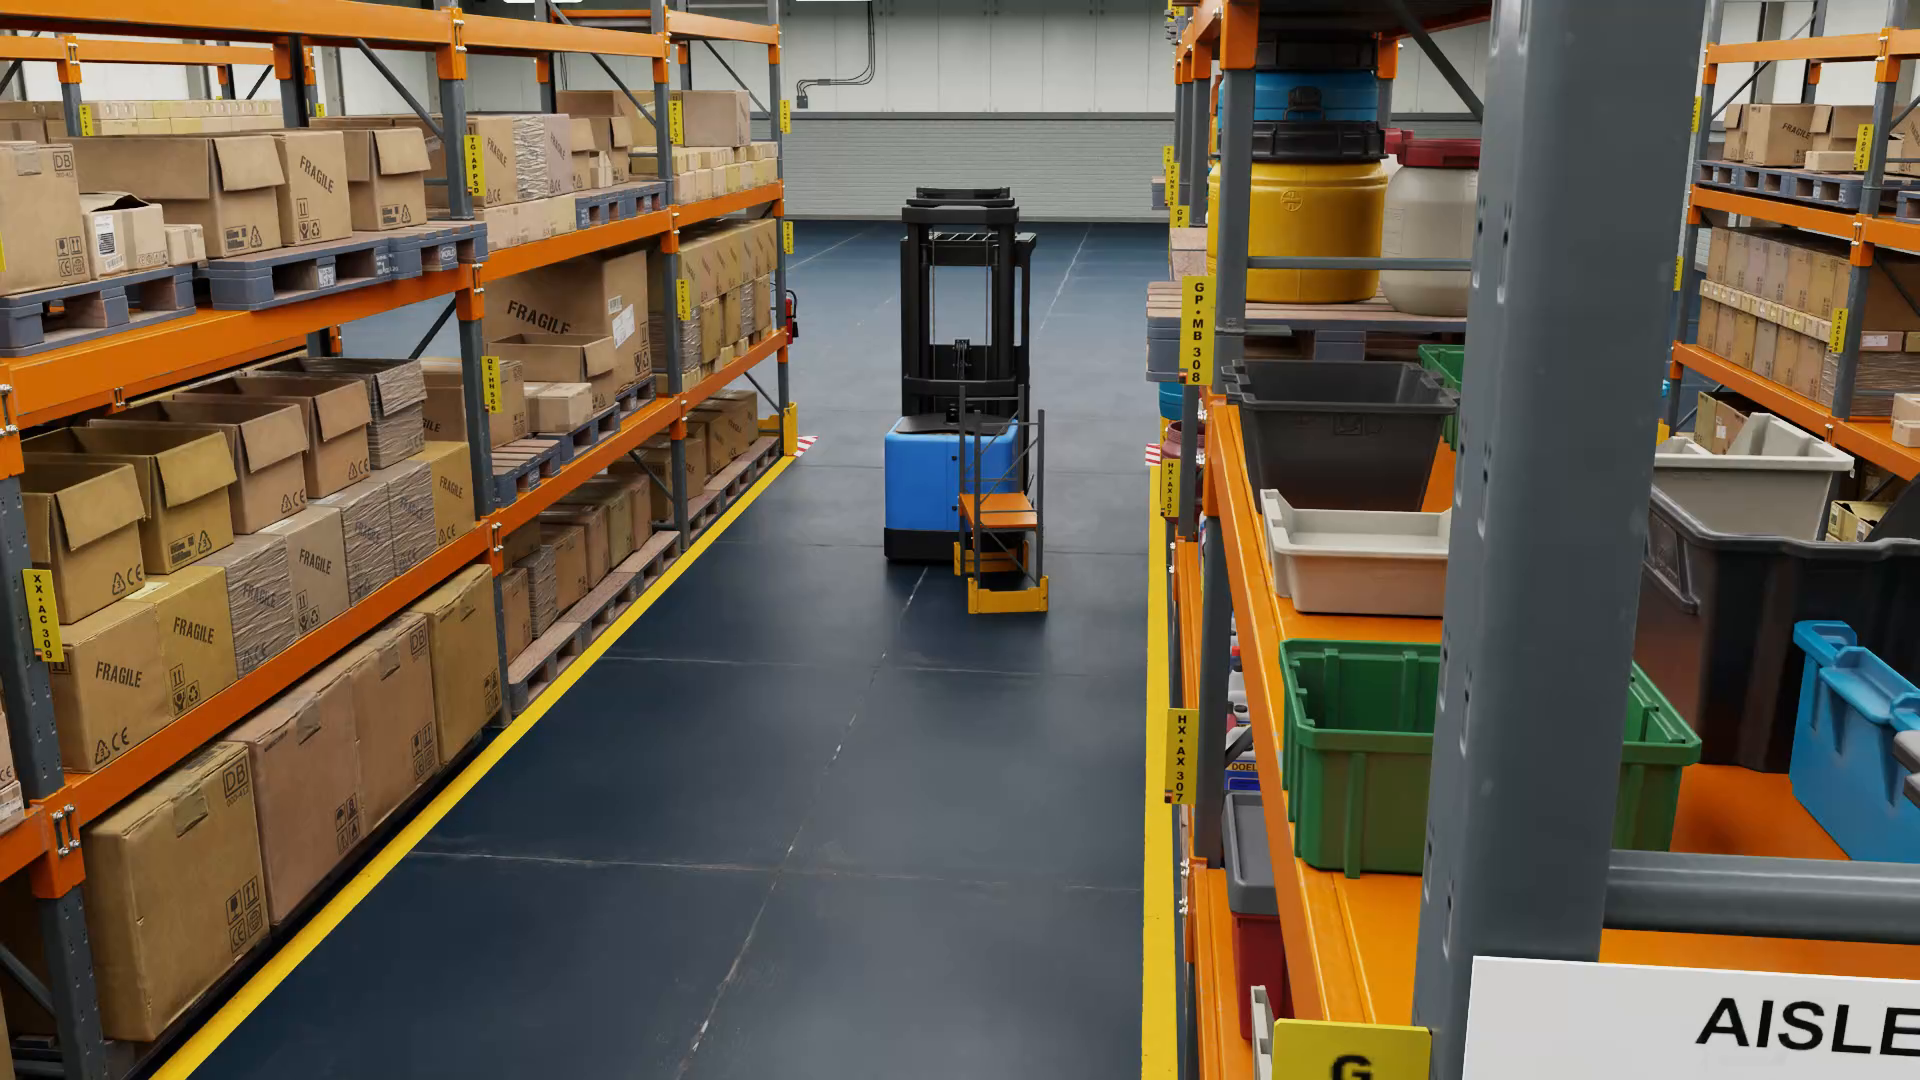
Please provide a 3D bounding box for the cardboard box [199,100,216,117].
[{"bbox_3d":[-7.130,-3.990,15.384,0.380,0.149,0.250,2,15,6],"label":"cardboard box"}]

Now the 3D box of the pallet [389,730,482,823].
[{"bbox_3d":[-3.379,1.209,9.286,1.003,0.211,1.213,2,15,6],"label":"pallet"}]

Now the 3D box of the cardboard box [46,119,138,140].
[{"bbox_3d":[-7.347,-3.438,14.103,0.500,0.250,0.500,2,15,7],"label":"cardboard box"}]

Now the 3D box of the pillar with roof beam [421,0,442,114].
[{"bbox_3d":[-10.403,-13.247,45.913,9.100,9.000,0.548,2,15,6],"label":"pillar with roof beam"}]

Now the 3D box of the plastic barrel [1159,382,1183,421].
[{"bbox_3d":[1.813,-1.381,12.564,0.600,0.901,0.708,2,15,6],"label":"plastic barrel"}]

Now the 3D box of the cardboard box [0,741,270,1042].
[{"bbox_3d":[-3.614,1.355,6.672,1.225,0.875,0.875,2,15,6],"label":"cardboard box"}]

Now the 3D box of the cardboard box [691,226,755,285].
[{"bbox_3d":[-2.238,-2.679,15.647,0.500,0.500,0.500,2,15,6],"label":"cardboard box"}]

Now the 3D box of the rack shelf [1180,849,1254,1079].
[{"bbox_3d":[1.029,1.710,3.469,1.077,0.370,4.000,2,15,6],"label":"rack shelf"}]

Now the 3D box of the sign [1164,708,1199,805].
[{"bbox_3d":[0.709,0.694,5.319,0.100,0.325,0.005,2,15,6],"label":"sign"}]

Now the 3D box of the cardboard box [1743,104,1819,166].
[{"bbox_3d":[7.071,-3.465,14.220,0.500,0.500,0.500,2,15,6],"label":"cardboard box"}]

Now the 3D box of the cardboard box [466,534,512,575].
[{"bbox_3d":[-3.169,0.119,10.487,0.500,0.250,0.500,2,15,9],"label":"cardboard box"}]

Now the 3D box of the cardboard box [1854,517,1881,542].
[{"bbox_3d":[6.723,0.000,11.806,0.500,0.311,0.500,2,15,6],"label":"cardboard box"}]

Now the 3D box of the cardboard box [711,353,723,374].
[{"bbox_3d":[-2.311,-1.561,14.670,0.380,0.149,0.250,2,15,6],"label":"cardboard box"}]

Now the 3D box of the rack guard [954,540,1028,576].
[{"bbox_3d":[0.247,0.142,13.159,0.587,0.250,0.087,-2,15,-6],"label":"rack guard"}]

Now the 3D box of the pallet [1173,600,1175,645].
[{"bbox_3d":[1.973,0.638,11.400,1.003,0.211,1.213,2,15,6],"label":"pallet"}]

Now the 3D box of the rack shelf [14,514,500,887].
[{"bbox_3d":[-3.441,0.527,7.845,1.077,0.370,4.000,2,15,6],"label":"rack shelf"}]

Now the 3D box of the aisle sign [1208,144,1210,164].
[{"bbox_3d":[2.326,-3.550,16.565,0.394,0.787,0.004,2,15,6],"label":"aisle sign"}]

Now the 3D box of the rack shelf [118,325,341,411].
[{"bbox_3d":[-7.455,-1.720,16.156,1.077,0.370,4.000,2,15,6],"label":"rack shelf"}]

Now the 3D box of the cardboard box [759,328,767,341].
[{"bbox_3d":[-2.145,-2.082,16.595,0.380,0.149,0.250,2,15,6],"label":"cardboard box"}]

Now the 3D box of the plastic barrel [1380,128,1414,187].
[{"bbox_3d":[1.656,-1.445,6.949,0.433,0.535,0.433,0,15,0],"label":"plastic barrel"}]

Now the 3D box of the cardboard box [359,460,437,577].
[{"bbox_3d":[-3.086,-0.123,8.679,0.500,0.500,0.500,2,15,6],"label":"cardboard box"}]

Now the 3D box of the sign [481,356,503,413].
[{"bbox_3d":[-2.663,-0.883,9.461,0.100,0.325,0.005,2,15,6],"label":"sign"}]

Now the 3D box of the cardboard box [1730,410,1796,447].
[{"bbox_3d":[7.077,-0.837,14.538,0.500,0.500,0.500,2,15,6],"label":"cardboard box"}]

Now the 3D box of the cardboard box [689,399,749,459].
[{"bbox_3d":[-2.433,-1.093,16.440,0.500,0.500,0.500,6,16,21],"label":"cardboard box"}]

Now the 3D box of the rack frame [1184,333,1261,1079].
[{"bbox_3d":[1.255,0.844,5.294,1.000,3.000,0.127,2,15,6],"label":"rack frame"}]

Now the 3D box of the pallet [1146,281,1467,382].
[{"bbox_3d":[1.246,-0.719,5.689,1.213,0.211,1.003,2,15,6],"label":"pallet"}]

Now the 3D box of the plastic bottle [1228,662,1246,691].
[{"bbox_3d":[1.034,0.620,6.217,0.144,0.351,0.185,2,15,6],"label":"plastic bottle"}]

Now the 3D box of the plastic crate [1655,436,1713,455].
[{"bbox_3d":[1.490,-0.135,3.675,0.293,0.136,0.466,2,15,6],"label":"plastic crate"}]

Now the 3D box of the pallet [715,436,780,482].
[{"bbox_3d":[-2.448,-0.839,16.859,1.003,0.211,1.213,2,15,6],"label":"pallet"}]

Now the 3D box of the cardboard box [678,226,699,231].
[{"bbox_3d":[-2.763,-2.695,15.704,0.500,0.500,0.500,2,15,6],"label":"cardboard box"}]

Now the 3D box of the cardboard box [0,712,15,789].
[{"bbox_3d":[-3.455,0.749,5.362,0.500,0.250,0.500,1,15,5],"label":"cardboard box"}]

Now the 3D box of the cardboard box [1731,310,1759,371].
[{"bbox_3d":[7.349,-1.784,14.821,0.700,0.500,0.500,2,15,7],"label":"cardboard box"}]

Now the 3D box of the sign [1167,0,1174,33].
[{"bbox_3d":[2.063,-5.081,16.112,0.100,0.325,0.005,2,15,6],"label":"sign"}]

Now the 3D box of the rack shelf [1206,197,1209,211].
[{"bbox_3d":[2.383,-2.850,14.588,1.077,0.370,4.000,2,15,6],"label":"rack shelf"}]

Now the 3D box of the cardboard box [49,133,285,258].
[{"bbox_3d":[-3.424,-1.509,7.248,0.797,0.503,0.637,1,15,5],"label":"cardboard box"}]

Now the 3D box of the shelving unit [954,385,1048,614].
[{"bbox_3d":[0.299,-0.332,12.518,0.587,1.500,1.083,-2,15,-6],"label":"shelving unit"}]

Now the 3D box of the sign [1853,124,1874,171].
[{"bbox_3d":[6.527,-2.836,12.013,0.100,0.325,0.005,2,15,6],"label":"sign"}]

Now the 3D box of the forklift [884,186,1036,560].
[{"bbox_3d":[0.074,-1.578,14.383,1.130,2.935,3.031,2,15,7],"label":"forklift"}]

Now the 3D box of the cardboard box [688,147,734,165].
[{"bbox_3d":[-2.265,-3.494,15.114,0.380,0.149,0.250,1,15,3],"label":"cardboard box"}]

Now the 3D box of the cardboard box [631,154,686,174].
[{"bbox_3d":[-2.421,-3.020,13.361,0.380,0.149,0.250,1,15,5],"label":"cardboard box"}]

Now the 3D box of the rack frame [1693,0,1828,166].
[{"bbox_3d":[7.530,-5.017,15.477,1.000,3.000,0.127,2,15,6],"label":"rack frame"}]

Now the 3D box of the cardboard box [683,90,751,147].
[{"bbox_3d":[-2.236,-3.886,15.320,0.500,0.500,0.500,2,15,6],"label":"cardboard box"}]

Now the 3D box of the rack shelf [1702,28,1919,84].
[{"bbox_3d":[7.305,-3.958,13.705,1.077,0.370,4.000,2,15,6],"label":"rack shelf"}]

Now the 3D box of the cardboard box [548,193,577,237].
[{"bbox_3d":[-2.802,-2.096,10.707,0.500,0.250,0.500,2,15,7],"label":"cardboard box"}]

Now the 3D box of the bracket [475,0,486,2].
[{"bbox_3d":[-14.013,-15.823,48.545,0.235,0.232,0.430,2,15,6],"label":"bracket"}]

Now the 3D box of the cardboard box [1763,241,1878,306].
[{"bbox_3d":[7.293,-2.264,14.112,0.700,0.500,0.500,2,15,6],"label":"cardboard box"}]

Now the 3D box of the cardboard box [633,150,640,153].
[{"bbox_3d":[-2.945,-3.244,14.190,0.380,0.149,0.250,1,15,5],"label":"cardboard box"}]

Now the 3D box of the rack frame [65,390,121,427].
[{"bbox_3d":[-7.680,-1.549,14.144,1.000,3.000,0.127,2,15,6],"label":"rack frame"}]

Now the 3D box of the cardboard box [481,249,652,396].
[{"bbox_3d":[-2.992,-1.667,12.626,1.000,1.000,1.000,2,15,7],"label":"cardboard box"}]

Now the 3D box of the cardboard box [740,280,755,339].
[{"bbox_3d":[-2.438,-2.202,15.799,0.875,0.500,0.500,2,15,6],"label":"cardboard box"}]

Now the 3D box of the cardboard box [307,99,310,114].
[{"bbox_3d":[-6.930,-4.452,17.089,0.380,0.149,0.250,2,15,7],"label":"cardboard box"}]

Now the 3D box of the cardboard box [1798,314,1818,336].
[{"bbox_3d":[6.983,-1.722,13.351,0.380,0.149,0.250,2,15,6],"label":"cardboard box"}]

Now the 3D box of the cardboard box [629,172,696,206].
[{"bbox_3d":[-2.458,-2.861,13.538,0.500,0.250,0.500,1,15,4],"label":"cardboard box"}]

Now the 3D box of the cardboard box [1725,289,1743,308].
[{"bbox_3d":[7.185,-2.189,15.075,0.380,0.149,0.250,1,15,5],"label":"cardboard box"}]

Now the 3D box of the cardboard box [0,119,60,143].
[{"bbox_3d":[-7.880,-3.454,14.165,0.500,0.250,0.500,2,15,6],"label":"cardboard box"}]

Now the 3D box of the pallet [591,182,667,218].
[{"bbox_3d":[-2.939,-2.577,12.559,1.213,0.211,1.003,2,15,6],"label":"pallet"}]
